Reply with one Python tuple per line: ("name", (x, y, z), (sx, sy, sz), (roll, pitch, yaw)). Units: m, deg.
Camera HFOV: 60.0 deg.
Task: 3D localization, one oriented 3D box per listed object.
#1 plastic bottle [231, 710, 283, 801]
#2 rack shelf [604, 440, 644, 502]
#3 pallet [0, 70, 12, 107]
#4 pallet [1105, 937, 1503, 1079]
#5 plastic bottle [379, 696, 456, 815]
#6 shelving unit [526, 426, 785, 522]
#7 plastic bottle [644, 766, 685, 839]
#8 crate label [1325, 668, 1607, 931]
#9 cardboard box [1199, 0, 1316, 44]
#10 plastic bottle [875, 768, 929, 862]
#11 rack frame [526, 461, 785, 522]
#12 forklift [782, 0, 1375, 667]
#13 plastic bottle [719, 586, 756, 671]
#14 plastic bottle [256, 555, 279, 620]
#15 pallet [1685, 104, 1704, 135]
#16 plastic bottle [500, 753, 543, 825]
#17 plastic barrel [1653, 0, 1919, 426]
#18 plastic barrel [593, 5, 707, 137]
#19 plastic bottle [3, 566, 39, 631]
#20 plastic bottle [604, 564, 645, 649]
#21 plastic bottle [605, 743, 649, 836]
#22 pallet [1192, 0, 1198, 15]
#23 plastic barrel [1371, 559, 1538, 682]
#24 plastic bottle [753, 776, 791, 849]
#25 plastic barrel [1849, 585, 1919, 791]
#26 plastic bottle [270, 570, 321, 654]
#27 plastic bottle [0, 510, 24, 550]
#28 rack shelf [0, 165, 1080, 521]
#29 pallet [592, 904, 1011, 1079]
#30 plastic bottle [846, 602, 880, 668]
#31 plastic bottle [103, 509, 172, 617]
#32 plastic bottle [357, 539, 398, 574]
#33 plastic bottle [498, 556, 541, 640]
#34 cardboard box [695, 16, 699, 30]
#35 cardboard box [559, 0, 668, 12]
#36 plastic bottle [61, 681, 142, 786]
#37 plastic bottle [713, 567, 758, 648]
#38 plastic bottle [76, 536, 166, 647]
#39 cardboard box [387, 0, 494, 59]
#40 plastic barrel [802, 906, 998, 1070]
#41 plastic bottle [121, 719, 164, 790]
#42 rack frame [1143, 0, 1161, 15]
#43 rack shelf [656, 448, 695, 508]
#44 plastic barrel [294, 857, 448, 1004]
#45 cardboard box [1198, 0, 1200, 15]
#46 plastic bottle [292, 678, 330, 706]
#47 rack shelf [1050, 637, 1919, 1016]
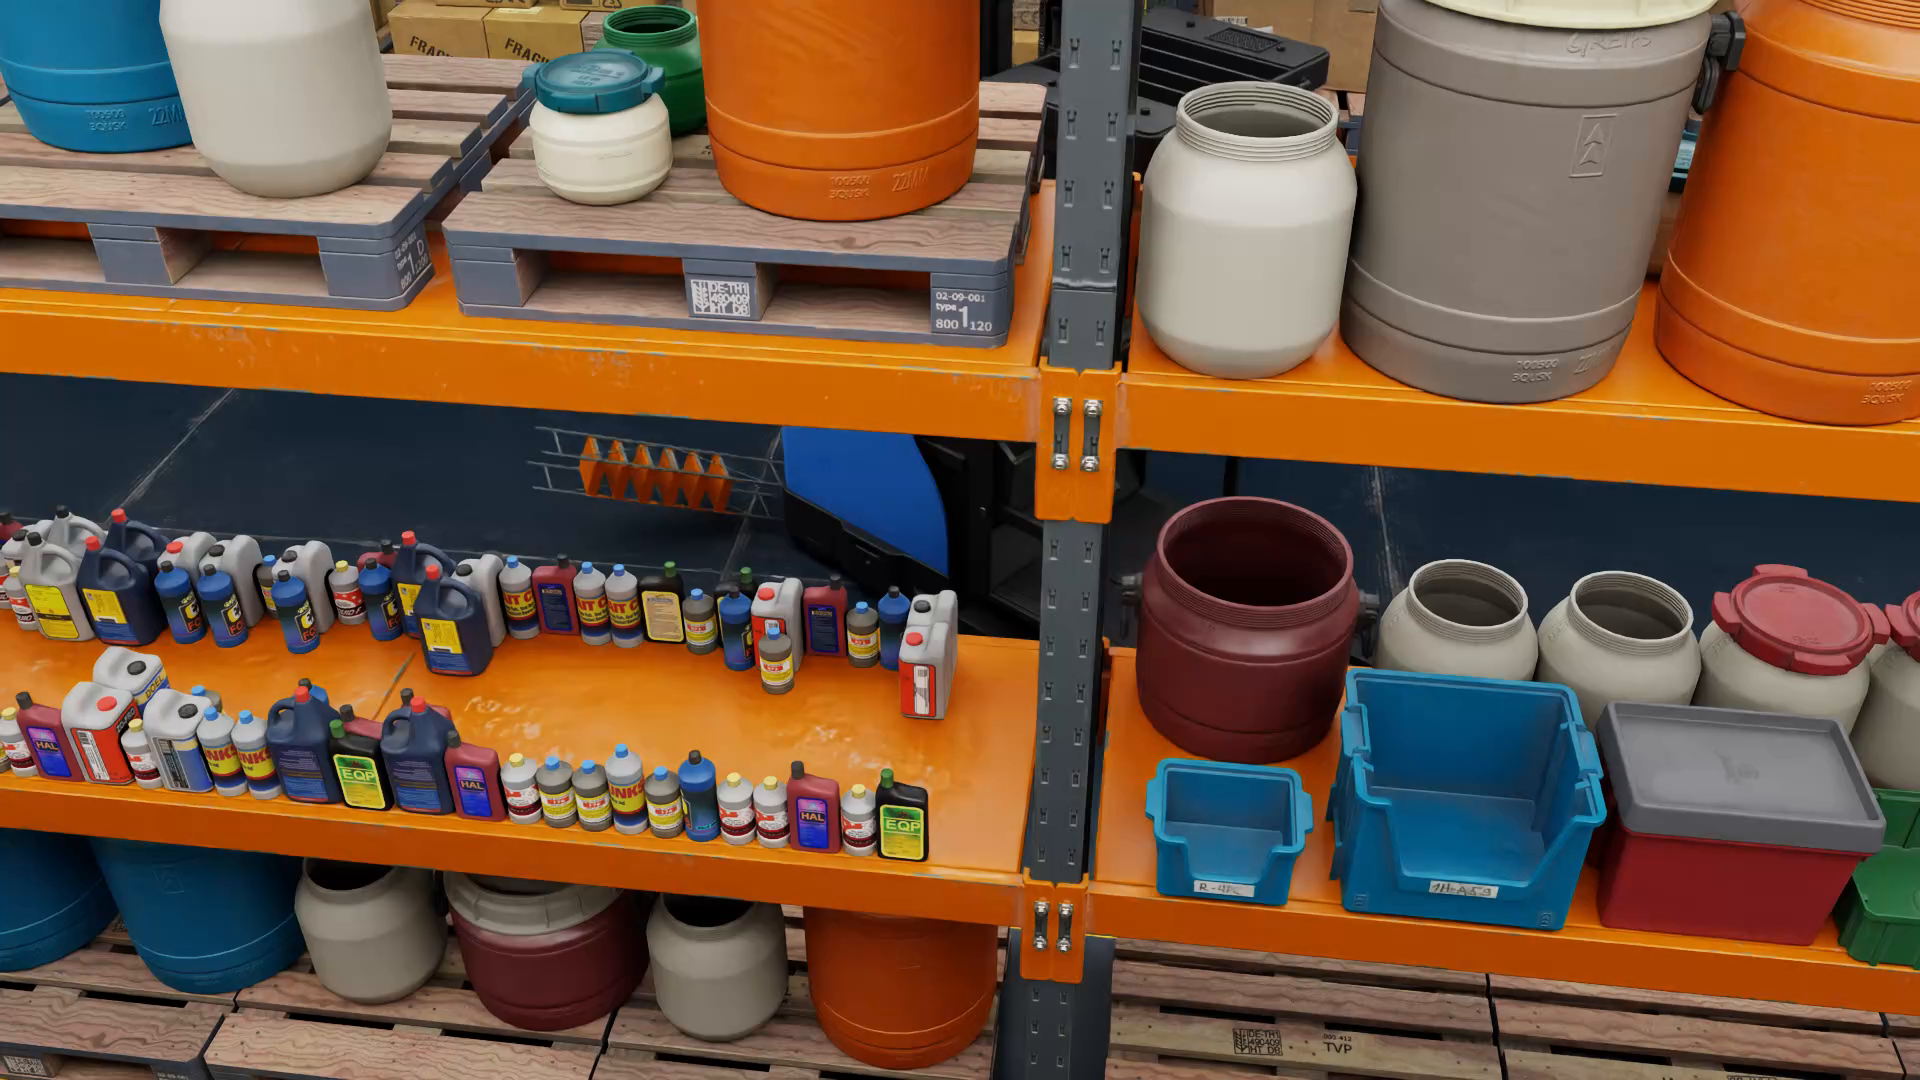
("plastic bottle", (-1.893, 0.570, 4.480), (0.097, 0.271, 0.097), (0, 36, 0))
("rack shelf", (-1.530, -0.320, 7.549), (0.103, 0.180, 0.258), (7, 30, -27))
("pallet", (-2.871, -0.996, 4.143), (1.003, 0.211, 1.213), (4, 36, 6))
("pallet", (1.070, 1.657, 5.246), (1.213, 0.211, 1.003), (4, 36, 6))
("plastic bottle", (-1.435, 0.558, 4.428), (0.185, 0.351, 0.144), (4, 36, 6))
("shelving unit", (-1.357, -0.298, 7.638), (1.200, 0.189, 0.258), (7, 30, -27))
("plastic bottle", (-0.779, 0.682, 4.384), (0.097, 0.201, 0.097), (0, 36, 0))
("crate label", (1.258, 0.658, 4.216), (0.616, 0.435, 0.502), (4, 36, 6))
("cardboard box", (1.478, -2.606, 8.372), (0.500, 0.500, 0.500), (0, 36, 0))
("plastic bottle", (-0.149, 0.706, 4.279), (0.133, 0.283, 0.061), (4, 36, 6))
("rack frame", (-1.388, -0.222, 7.679), (1.200, 0.006, 0.240), (7, 30, -27))
("forklift", (0.626, -0.837, 6.400), (3.031, 2.935, 1.130), (27, 44, 33))
("plastic bottle", (-0.659, 0.253, 4.924), (0.097, 0.271, 0.097), (0, 36, 0))
("plastic bottle", (-2.114, 0.138, 5.146), (0.097, 0.201, 0.097), (0, 36, 0))
("pallet", (4.166, -2.178, 8.384), (1.213, 0.211, 1.003), (4, 36, 6))
("plastic bottle", (-1.166, 0.653, 4.424), (0.097, 0.201, 0.097), (0, 36, 0))
("plastic barrel", (1.743, -0.719, 3.223), (0.708, 0.830, 0.600), (4, 36, 6))
("plastic barrel", (-0.715, -1.097, 3.895), (0.294, 0.245, 0.294), (0, 36, 0))
("plastic bottle", (-2.863, 0.171, 5.100), (0.097, 0.201, 0.097), (0, 36, 0))
("plastic bottle", (-1.013, 0.191, 5.011), (0.097, 0.271, 0.097), (0, 36, 0))
("plastic bottle", (-0.876, 0.646, 4.374), (0.097, 0.271, 0.097), (0, 36, 0))
("pallet", (2.442, -4.025, 13.208), (1.213, 0.211, 1.003), (4, 36, 6))
("plastic barrel", (1.354, 0.350, 4.581), (0.421, 0.512, 0.421), (0, 36, 0))
("plastic bottle", (-0.490, 0.703, 4.354), (0.097, 0.201, 0.097), (0, 36, 0))
("plastic barrel", (2.626, 0.432, 4.446), (0.433, 0.535, 0.433), (0, 36, 0))
("plastic bottle", (-2.000, 0.207, 4.989), (0.097, 0.271, 0.097), (0, 36, 0))
("plastic bottle", (-2.993, 0.028, 5.229), (0.133, 0.283, 0.061), (4, 36, 6))
("rack shelf", (-1.677, -0.633, 4.093), (4.000, 0.370, 1.077), (4, 36, 6))
("pallet", (-0.480, 1.543, 5.406), (1.213, 0.211, 1.003), (4, 36, 6))
("plastic bottle", (-0.289, 0.274, 4.955), (0.097, 0.201, 0.097), (0, 36, 0))
("plastic bottle", (-2.524, 0.060, 5.126), (0.185, 0.351, 0.144), (4, 36, 6))
("plastic bottle", (-1.767, 0.119, 5.101), (0.133, 0.283, 0.061), (4, 36, 6))
("plastic bottle", (-1.338, 0.167, 5.045), (0.097, 0.271, 0.097), (0, 36, 0))
("cardboard box", (-1.097, -2.461, 8.530), (0.500, 0.500, 0.500), (5, 36, 7))
("cardboard box", (-1.716, -3.056, 8.501), (0.637, 0.503, 0.797), (5, 36, 6))
("plastic bottle", (-2.332, 0.519, 4.547), (0.135, 0.276, 0.152), (4, 36, 6))
("plastic bottle", (-0.667, 0.201, 4.986), (0.133, 0.283, 0.061), (4, 36, 6))
("plastic bottle", (-2.542, 0.143, 5.010), (0.185, 0.351, 0.144), (4, 36, 6))
("cardboard box", (-2.605, -2.570, 8.682), (0.500, 0.500, 0.500), (4, 36, 6))
("plastic barrel", (-0.180, 1.129, 5.093), (0.708, 0.830, 0.600), (4, 36, 6))
("plastic bottle", (-2.220, 0.574, 4.534), (0.097, 0.201, 0.097), (0, 36, 0))
("rack frame", (0.938, -2.411, 8.546), (0.127, 3.000, 1.000), (4, 36, 6))
("rack shelf", (-1.318, -0.293, 7.659), (0.103, 0.180, 0.258), (7, 30, -27))
("plastic barrel", (-1.872, 1.184, 5.289), (0.421, 0.512, 0.421), (0, 36, 0))
("cardboard box", (2.262, -4.420, 12.936), (0.750, 0.750, 1.050), (4, 36, 5))
("plastic bottle", (-1.778, 0.494, 4.586), (0.097, 0.271, 0.097), (0, 36, 0))
("rack shelf", (2.291, 0.883, 4.549), (4.000, 0.370, 1.077), (4, 36, 6))
